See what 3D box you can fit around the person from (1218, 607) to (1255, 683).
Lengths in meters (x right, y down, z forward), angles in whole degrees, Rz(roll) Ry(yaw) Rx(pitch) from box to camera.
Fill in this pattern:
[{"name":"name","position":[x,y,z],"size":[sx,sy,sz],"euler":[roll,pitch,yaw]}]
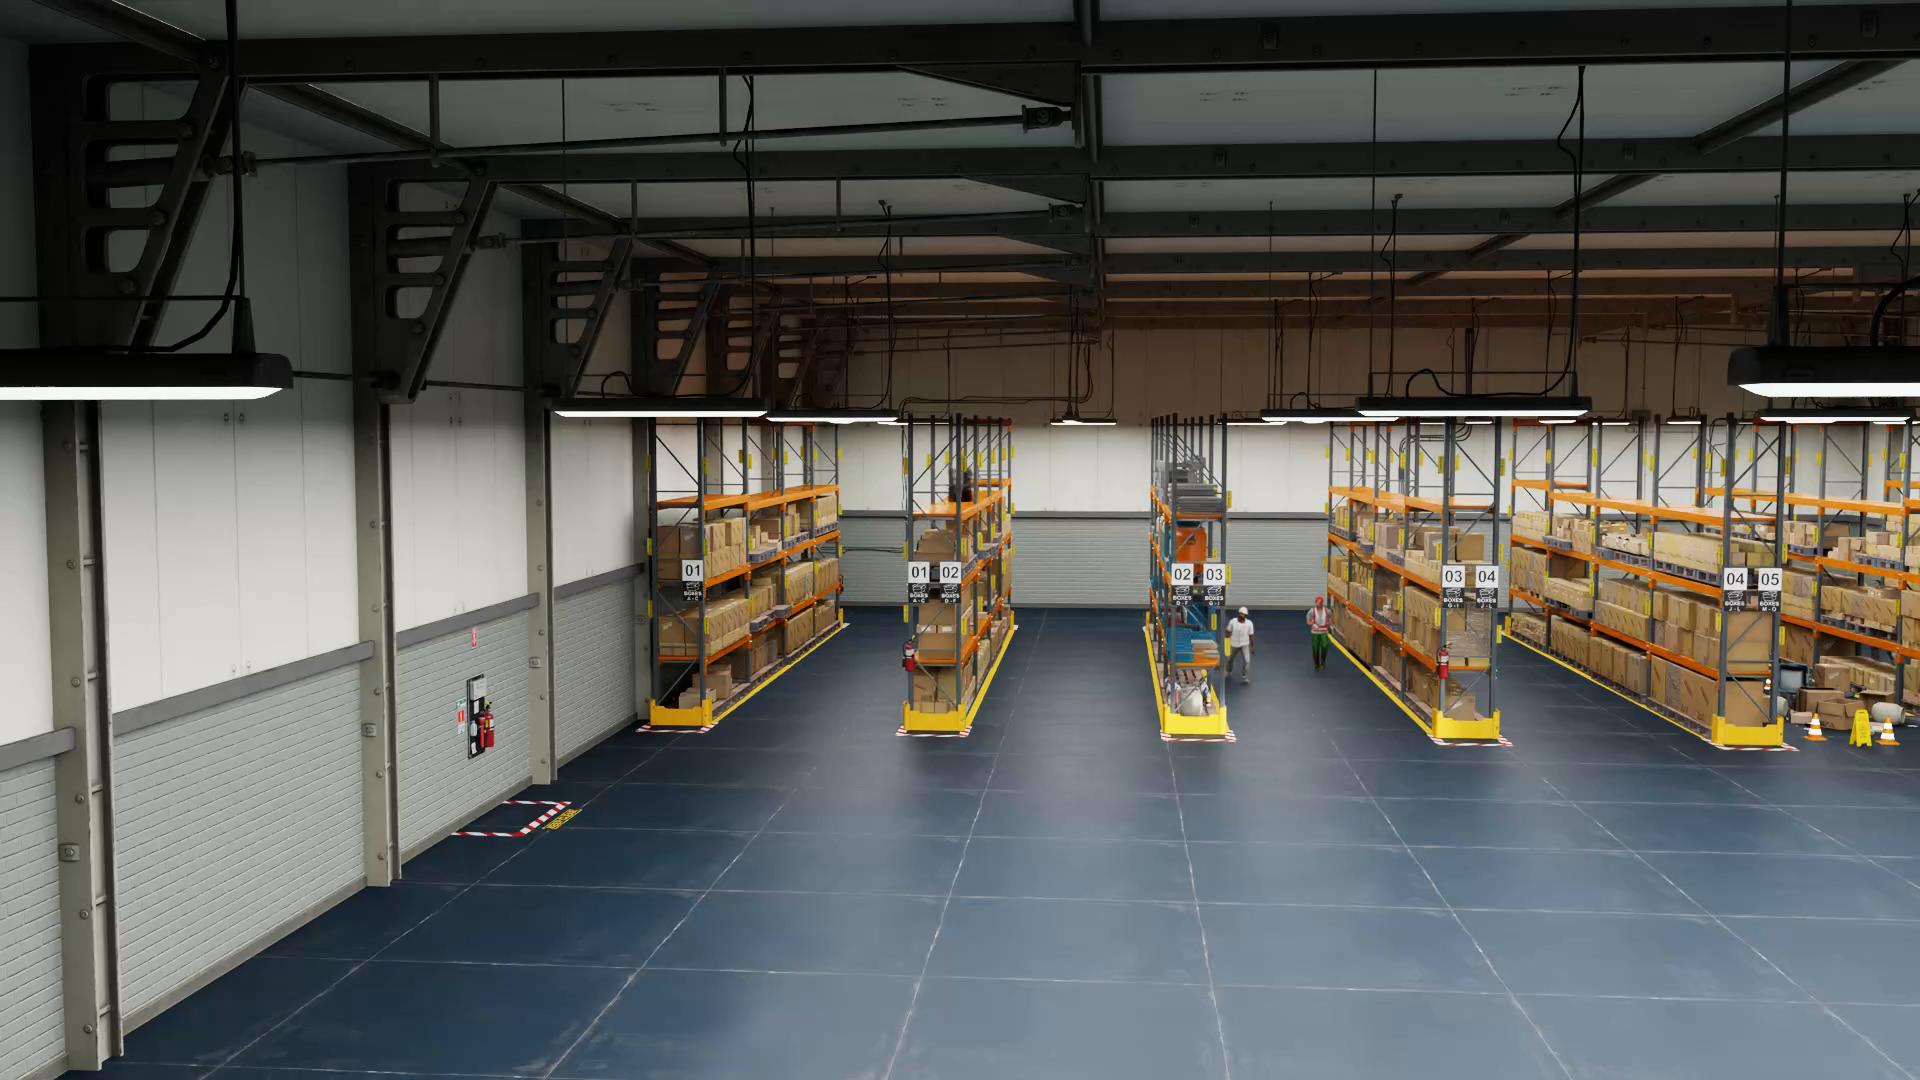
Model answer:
[{"name":"person","position":[6.236,2.353,37.607],"size":[0.864,1.691,0.735],"euler":[1,4,20]}]

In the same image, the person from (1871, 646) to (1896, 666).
[{"name":"person","position":[21.602,2.243,38.877],"size":[0.714,1.734,0.983],"euler":[0,4,-1]}]

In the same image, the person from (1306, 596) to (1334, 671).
[{"name":"person","position":[8.478,2.199,39.113],"size":[0.654,1.766,0.769],"euler":[0,4,6]}]
